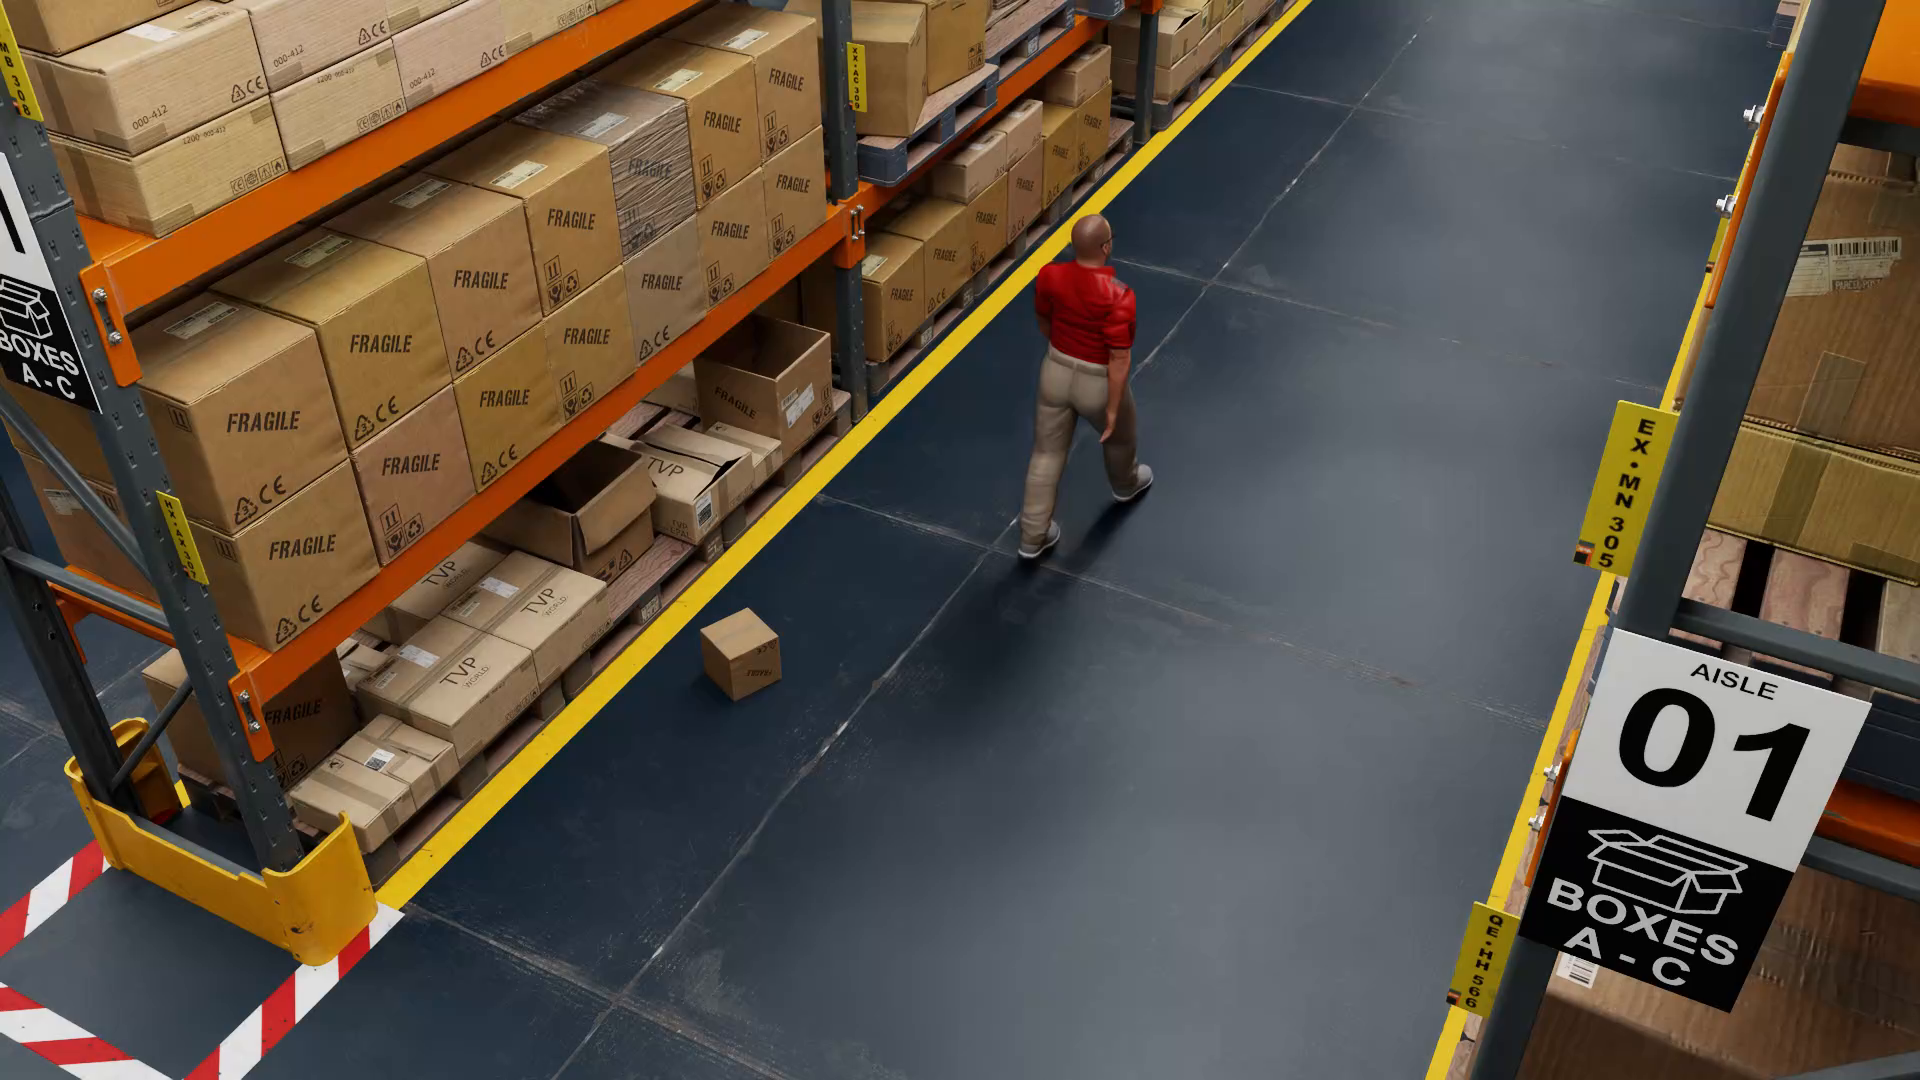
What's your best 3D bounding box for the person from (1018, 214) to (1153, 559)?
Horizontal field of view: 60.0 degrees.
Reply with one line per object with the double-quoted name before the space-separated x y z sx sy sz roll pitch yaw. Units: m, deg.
"person" 0.603 -0.787 7.767 0.547 1.673 0.999 18 41 22
